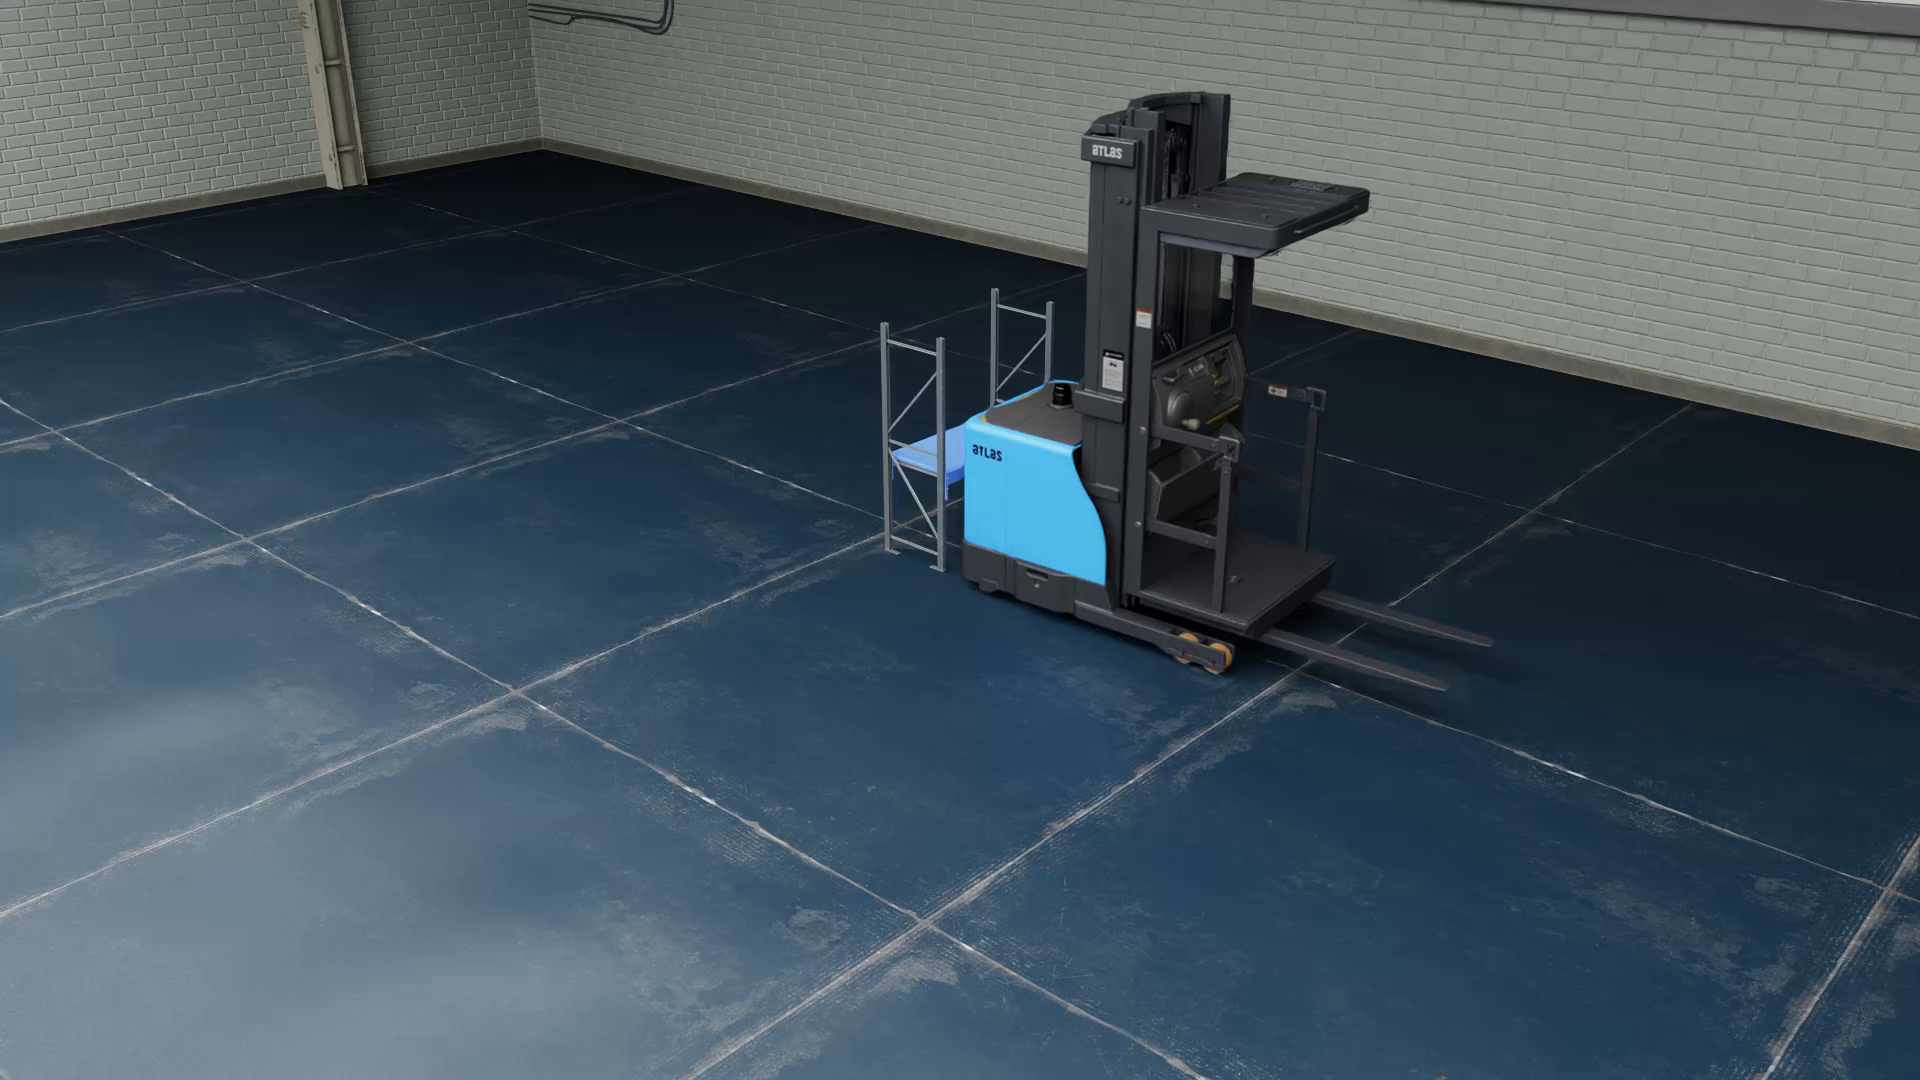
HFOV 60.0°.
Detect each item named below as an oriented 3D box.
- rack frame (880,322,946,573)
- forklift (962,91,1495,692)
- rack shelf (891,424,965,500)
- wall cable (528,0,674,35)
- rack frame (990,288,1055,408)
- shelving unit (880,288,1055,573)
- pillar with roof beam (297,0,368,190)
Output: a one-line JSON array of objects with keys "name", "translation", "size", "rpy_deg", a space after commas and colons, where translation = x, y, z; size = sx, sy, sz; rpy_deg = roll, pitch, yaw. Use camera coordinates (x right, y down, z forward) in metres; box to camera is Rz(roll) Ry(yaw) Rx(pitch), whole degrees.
[{"name": "rack frame", "translation": [-0.282, -0.555, 10.156], "size": [0.500, 1.500, 0.032], "rpy_deg": [20, 31, 38]}, {"name": "forklift", "translation": [1.487, -0.850, 9.063], "size": [3.031, 2.935, 1.130], "rpy_deg": [17, 29, 34]}, {"name": "rack shelf", "translation": [0.057, -0.546, 10.575], "size": [0.538, 0.185, 1.000], "rpy_deg": [20, 31, 38]}, {"name": "wall cable", "translation": [-4.607, -7.602, 20.501], "size": [3.097, 2.526, 0.112], "rpy_deg": [20, 31, 38]}, {"name": "rack frame", "translation": [0.396, -0.865, 10.847], "size": [0.500, 1.500, 0.032], "rpy_deg": [20, 31, 38]}, {"name": "shelving unit", "translation": [0.057, -0.710, 10.501], "size": [0.538, 1.500, 1.048], "rpy_deg": [20, 31, 38]}, {"name": "pillar with roof beam", "translation": [-4.352, -7.307, 16.048], "size": [9.100, 9.000, 0.400], "rpy_deg": [20, 31, 38]}]
